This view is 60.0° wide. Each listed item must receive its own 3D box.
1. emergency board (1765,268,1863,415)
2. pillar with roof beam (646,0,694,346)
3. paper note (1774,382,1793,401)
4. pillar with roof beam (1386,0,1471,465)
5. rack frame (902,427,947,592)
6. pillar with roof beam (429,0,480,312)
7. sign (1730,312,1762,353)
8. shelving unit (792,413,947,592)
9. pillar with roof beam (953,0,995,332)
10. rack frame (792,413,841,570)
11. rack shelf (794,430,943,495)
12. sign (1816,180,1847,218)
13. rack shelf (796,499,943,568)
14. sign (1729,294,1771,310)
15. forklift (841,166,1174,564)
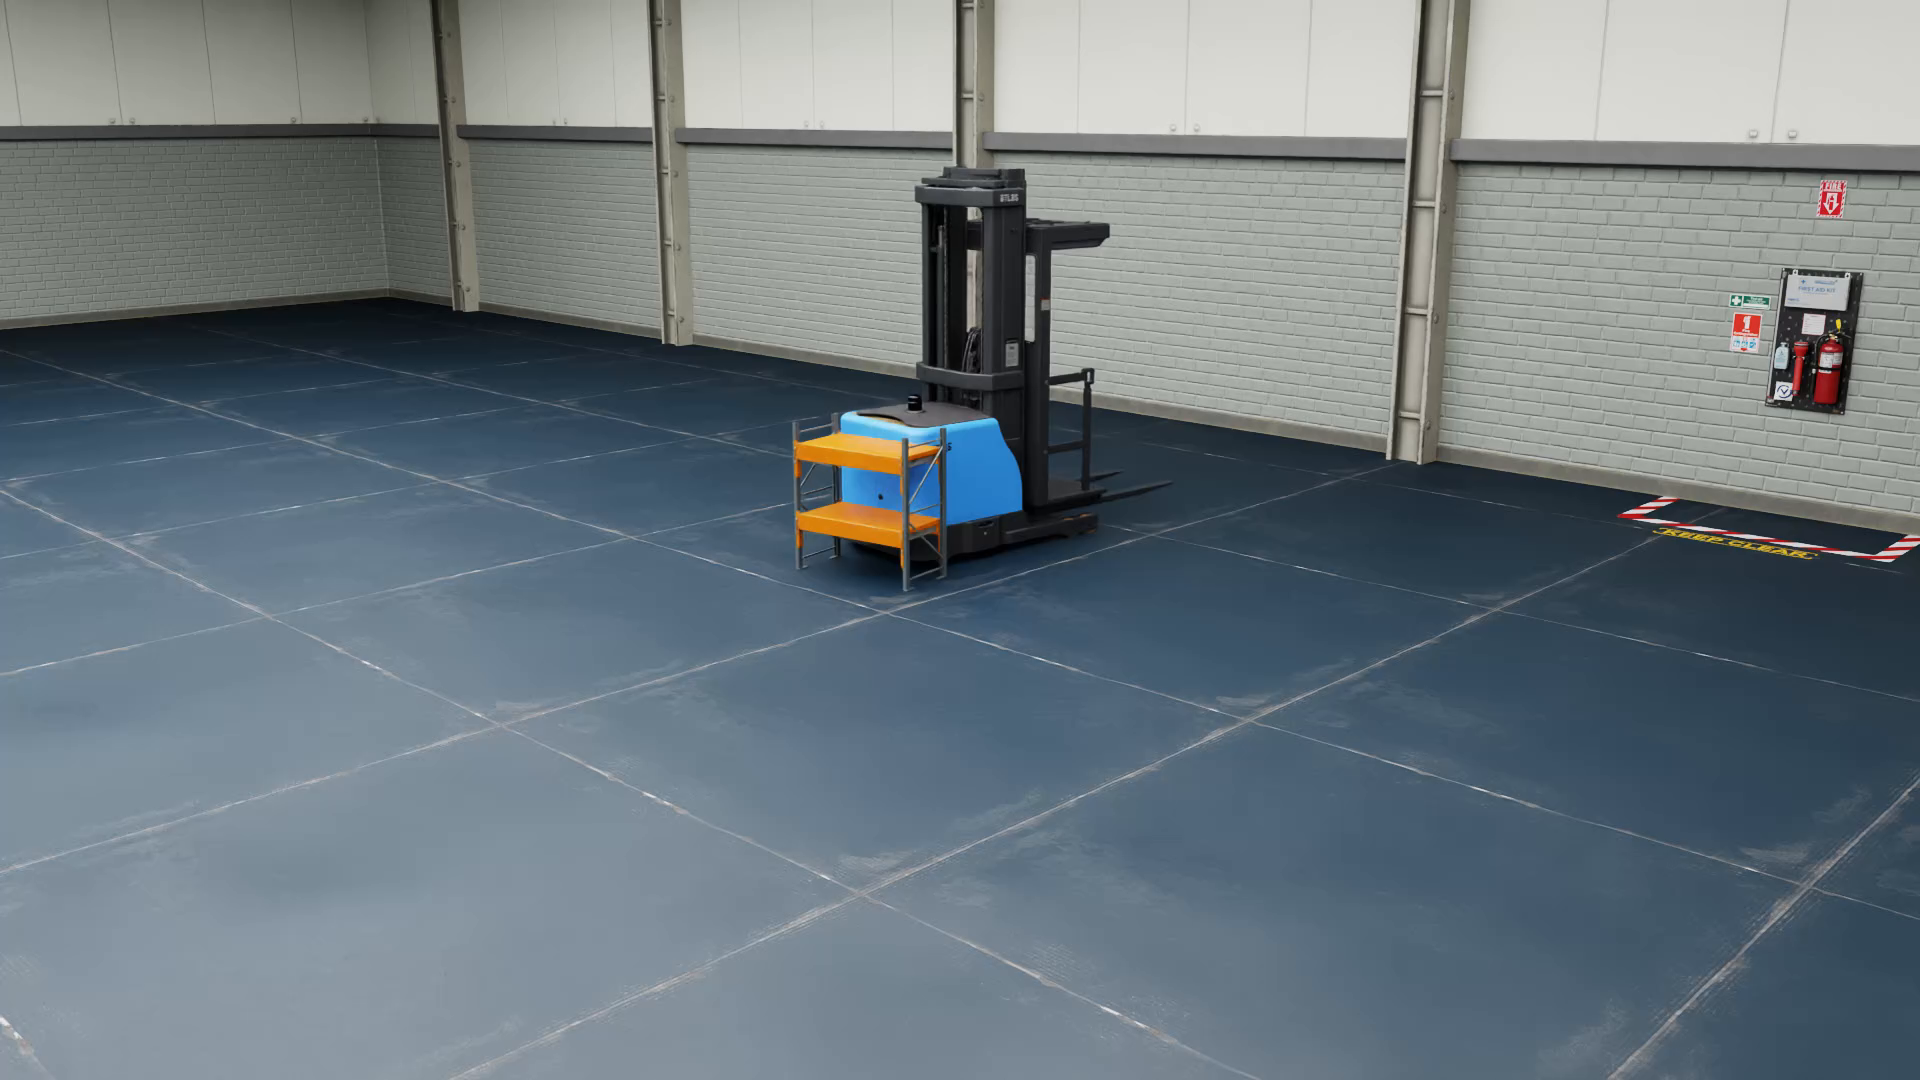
[{"bbox_3d":[7.044,-1.639,13.775,0.643,1.169,0.194,14,20,42],"label":"emergency board"},{"bbox_3d":[-7.149,-6.472,20.423,0.400,9.000,9.100,14,20,42],"label":"pillar with roof beam"},{"bbox_3d":[6.965,-1.257,14.053,0.142,0.148,0.016,14,20,42],"label":"paper note"},{"bbox_3d":[1.489,-4.372,12.363,0.400,9.000,9.100,14,20,42],"label":"pillar with roof beam"},{"bbox_3d":[-0.256,-0.224,12.060,0.032,1.125,0.500,10,18,34],"label":"rack frame"},{"bbox_3d":[-11.468,-7.522,24.453,0.400,9.000,9.100,14,20,42],"label":"pillar with roof beam"},{"bbox_3d":[6.718,-1.772,14.214,0.234,0.329,0.001,14,20,42],"label":"sign"},{"bbox_3d":[-0.671,-0.298,12.344,1.048,1.125,0.538,10,18,34],"label":"shelving unit"},{"bbox_3d":[-2.830,-5.422,16.393,0.400,9.000,9.100,14,20,42],"label":"pillar with roof beam"},{"bbox_3d":[-1.086,-0.372,12.628,0.032,1.125,0.500,10,18,34],"label":"rack frame"},{"bbox_3d":[-0.671,-0.581,12.270,1.000,0.278,0.538,10,18,34],"label":"rack shelf"},{"bbox_3d":[7.108,-2.781,13.557,0.199,0.298,0.001,14,20,42],"label":"sign"},{"bbox_3d":[-0.671,-0.061,12.406,1.000,0.278,0.538,10,18,34],"label":"rack shelf"},{"bbox_3d":[6.715,-2.026,14.138,0.331,0.109,0.001,14,20,42],"label":"sign"},{"bbox_3d":[0.502,-1.524,13.468,3.031,2.935,1.130,-12,19,-39],"label":"forklift"}]
